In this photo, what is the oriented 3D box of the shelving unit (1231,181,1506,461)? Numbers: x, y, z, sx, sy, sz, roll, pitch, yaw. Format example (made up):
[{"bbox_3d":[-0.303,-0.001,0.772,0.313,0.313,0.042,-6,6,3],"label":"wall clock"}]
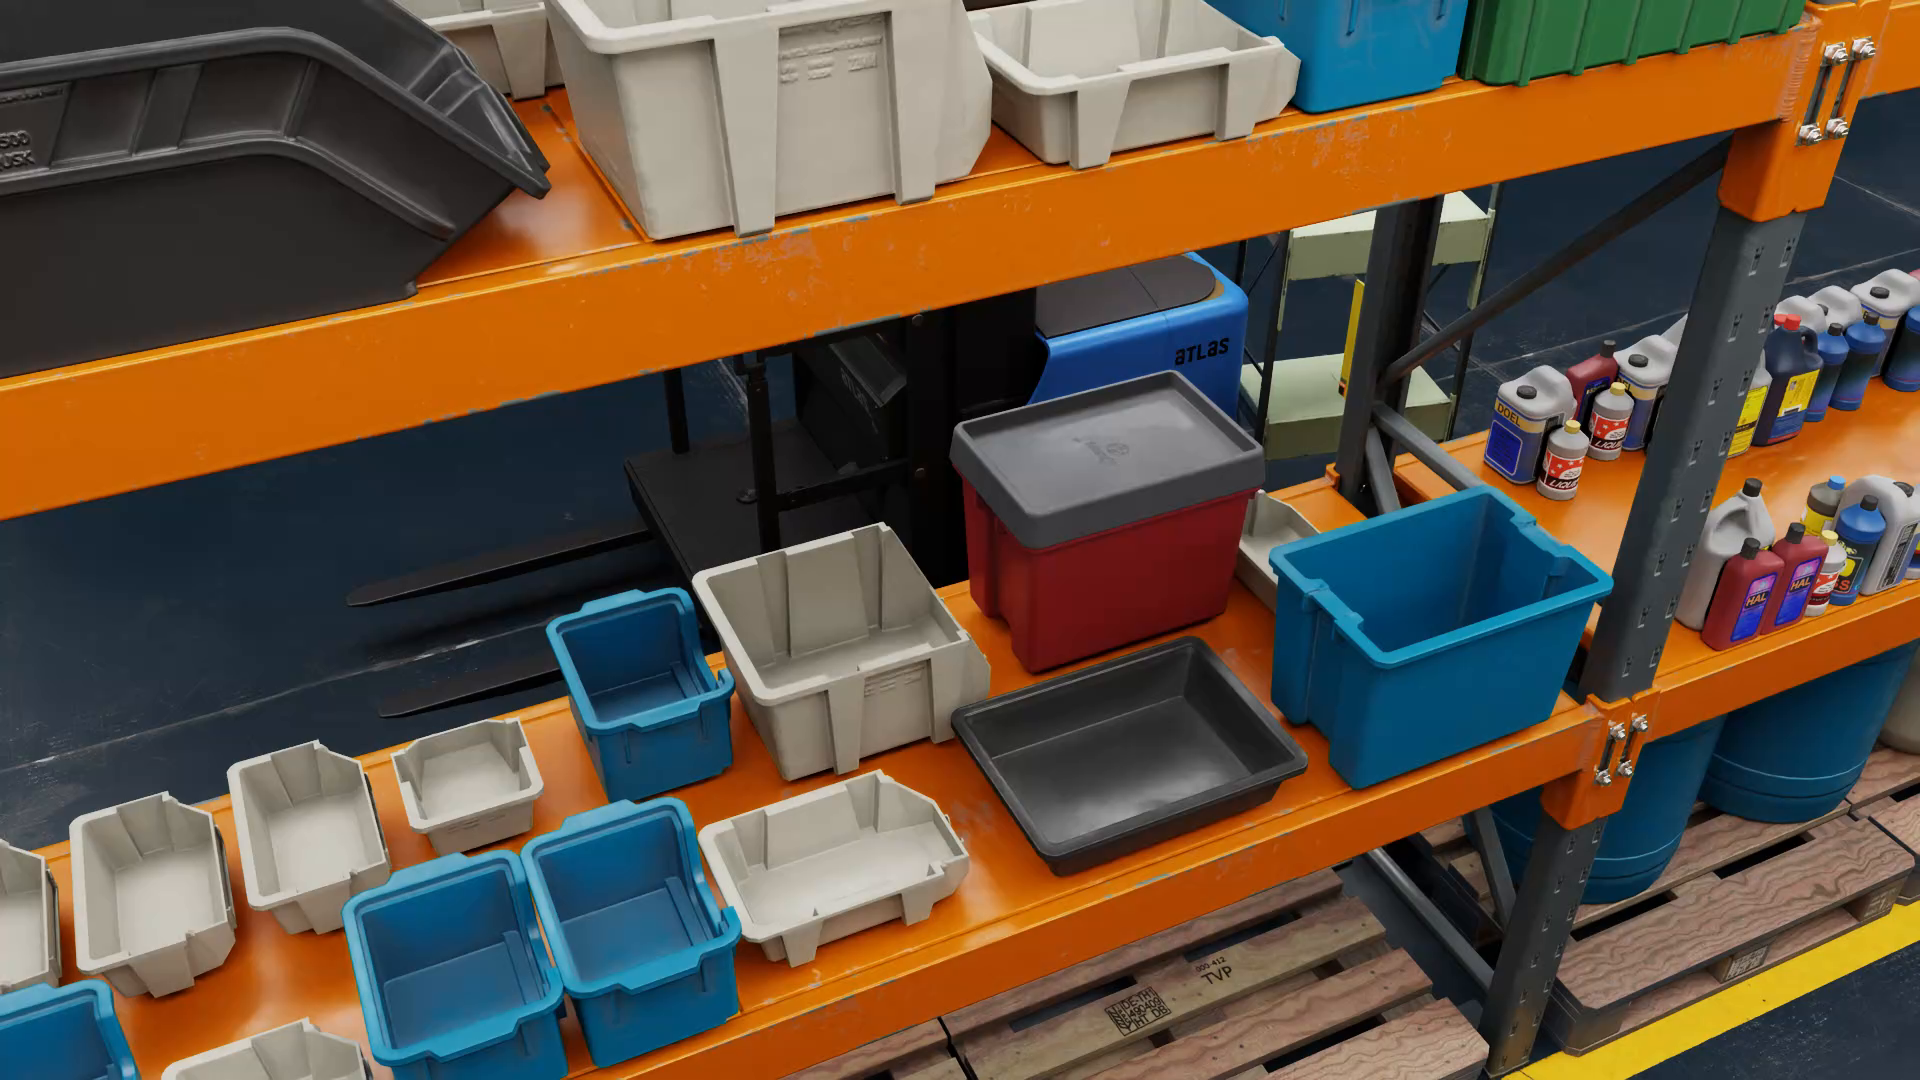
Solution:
[{"bbox_3d":[1.375,-0.701,5.936,0.755,1.500,0.431,-7,37,-10],"label":"shelving unit"}]

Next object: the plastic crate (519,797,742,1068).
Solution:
[{"bbox_3d":[-0.565,0.686,2.897,0.300,0.233,0.416,-16,39,-20],"label":"plastic crate"}]

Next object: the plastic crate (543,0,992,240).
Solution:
[{"bbox_3d":[-0.254,-0.615,2.142,0.530,0.282,0.437,-16,39,-20],"label":"plastic crate"}]

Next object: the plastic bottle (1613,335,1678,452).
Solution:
[{"bbox_3d":[1.779,-0.392,4.365,0.135,0.276,0.152,-16,39,-20],"label":"plastic bottle"}]

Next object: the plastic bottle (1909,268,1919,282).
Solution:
[{"bbox_3d":[2.758,-0.699,4.772,0.133,0.283,0.061,-16,39,-20],"label":"plastic bottle"}]

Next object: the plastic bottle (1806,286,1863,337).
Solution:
[{"bbox_3d":[2.358,-0.554,4.583,0.135,0.276,0.152,-16,39,-20],"label":"plastic bottle"}]

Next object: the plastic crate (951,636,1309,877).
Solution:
[{"bbox_3d":[0.330,0.439,3.320,0.590,0.125,0.437,-16,39,-20],"label":"plastic crate"}]

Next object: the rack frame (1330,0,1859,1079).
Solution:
[{"bbox_3d":[1.229,-0.075,3.834,0.127,3.000,1.000,-16,39,-20],"label":"rack frame"}]

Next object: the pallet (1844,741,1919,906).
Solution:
[{"bbox_3d":[3.051,0.561,5.317,1.213,0.211,1.003,-16,39,-20],"label":"pallet"}]

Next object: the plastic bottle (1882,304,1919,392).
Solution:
[{"bbox_3d":[2.638,-0.548,4.579,0.097,0.271,0.097,0,37,0],"label":"plastic bottle"}]

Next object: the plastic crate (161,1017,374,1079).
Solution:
[{"bbox_3d":[-1.089,0.926,2.655,0.298,0.136,0.250,-16,39,-20],"label":"plastic crate"}]

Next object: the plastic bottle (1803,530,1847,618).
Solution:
[{"bbox_3d":[1.960,0.069,3.806,0.097,0.201,0.097,0,37,0],"label":"plastic bottle"}]

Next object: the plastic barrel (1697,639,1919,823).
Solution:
[{"bbox_3d":[2.370,0.291,4.749,0.708,0.901,0.600,-16,39,-20],"label":"plastic barrel"}]

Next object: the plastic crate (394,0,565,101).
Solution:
[{"bbox_3d":[-0.627,-0.819,2.539,0.530,0.136,0.437,-16,39,-20],"label":"plastic crate"}]

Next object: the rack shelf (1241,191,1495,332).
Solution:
[{"bbox_3d":[1.375,-1.014,5.703,0.720,0.370,0.431,-7,37,-10],"label":"rack shelf"}]

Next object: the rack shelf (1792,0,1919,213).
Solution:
[{"bbox_3d":[3.040,-1.497,3.837,4.000,0.370,1.077,-16,39,-20],"label":"rack shelf"}]

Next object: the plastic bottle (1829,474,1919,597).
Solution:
[{"bbox_3d":[2.141,-0.030,3.877,0.135,0.276,0.152,-16,39,-20],"label":"plastic bottle"}]

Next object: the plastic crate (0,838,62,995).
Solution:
[{"bbox_3d":[-1.730,0.715,2.939,0.243,0.136,0.396,-16,39,-20],"label":"plastic crate"}]

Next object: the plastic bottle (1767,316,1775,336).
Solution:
[{"bbox_3d":[2.090,-0.511,4.463,0.185,0.351,0.144,-16,39,-20],"label":"plastic bottle"}]

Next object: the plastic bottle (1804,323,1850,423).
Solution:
[{"bbox_3d":[2.306,-0.455,4.454,0.097,0.271,0.097,0,37,0],"label":"plastic bottle"}]

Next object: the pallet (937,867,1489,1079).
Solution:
[{"bbox_3d":[0.580,1.252,4.385,1.213,0.211,1.003,-16,39,-20],"label":"pallet"}]

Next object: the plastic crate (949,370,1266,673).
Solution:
[{"bbox_3d":[0.314,-0.034,3.674,0.583,0.464,0.402,-16,39,-20],"label":"plastic crate"}]

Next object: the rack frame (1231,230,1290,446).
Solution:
[{"bbox_3d":[1.018,-0.655,5.874,0.023,1.500,0.400,-7,37,-10],"label":"rack frame"}]

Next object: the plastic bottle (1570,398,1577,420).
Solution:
[{"bbox_3d":[1.542,-0.314,4.322,0.097,0.201,0.097,0,37,0],"label":"plastic bottle"}]

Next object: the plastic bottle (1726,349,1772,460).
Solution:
[{"bbox_3d":[1.984,-0.387,4.295,0.185,0.351,0.144,-16,39,-20],"label":"plastic bottle"}]

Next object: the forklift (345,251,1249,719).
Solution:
[{"bbox_3d":[-0.569,-1.016,5.160,3.031,2.935,1.130,-16,39,-20],"label":"forklift"}]

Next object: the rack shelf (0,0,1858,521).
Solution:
[{"bbox_3d":[-0.581,-0.485,2.472,4.000,0.370,1.077,-16,39,-20],"label":"rack shelf"}]

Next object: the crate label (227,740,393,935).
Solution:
[{"bbox_3d":[-1.220,0.566,3.140,0.243,0.136,0.396,-16,39,-20],"label":"crate label"}]

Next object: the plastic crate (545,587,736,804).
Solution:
[{"bbox_3d":[-0.642,0.322,3.388,0.300,0.233,0.416,-16,39,-20],"label":"plastic crate"}]

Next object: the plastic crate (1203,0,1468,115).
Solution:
[{"bbox_3d":[0.541,-0.810,2.447,0.300,0.233,0.416,-16,39,-20],"label":"plastic crate"}]

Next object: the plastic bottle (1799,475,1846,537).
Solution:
[{"bbox_3d":[2.072,-0.062,3.983,0.097,0.201,0.097,0,37,0],"label":"plastic bottle"}]

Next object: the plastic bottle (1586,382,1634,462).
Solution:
[{"bbox_3d":[1.689,-0.315,4.323,0.097,0.201,0.097,0,37,0],"label":"plastic bottle"}]

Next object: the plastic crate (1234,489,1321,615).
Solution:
[{"bbox_3d":[0.747,0.047,3.839,0.243,0.136,0.396,-16,39,-20],"label":"plastic crate"}]

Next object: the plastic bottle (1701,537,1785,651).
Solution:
[{"bbox_3d":[1.742,0.109,3.683,0.133,0.283,0.061,-16,39,-20],"label":"plastic bottle"}]
